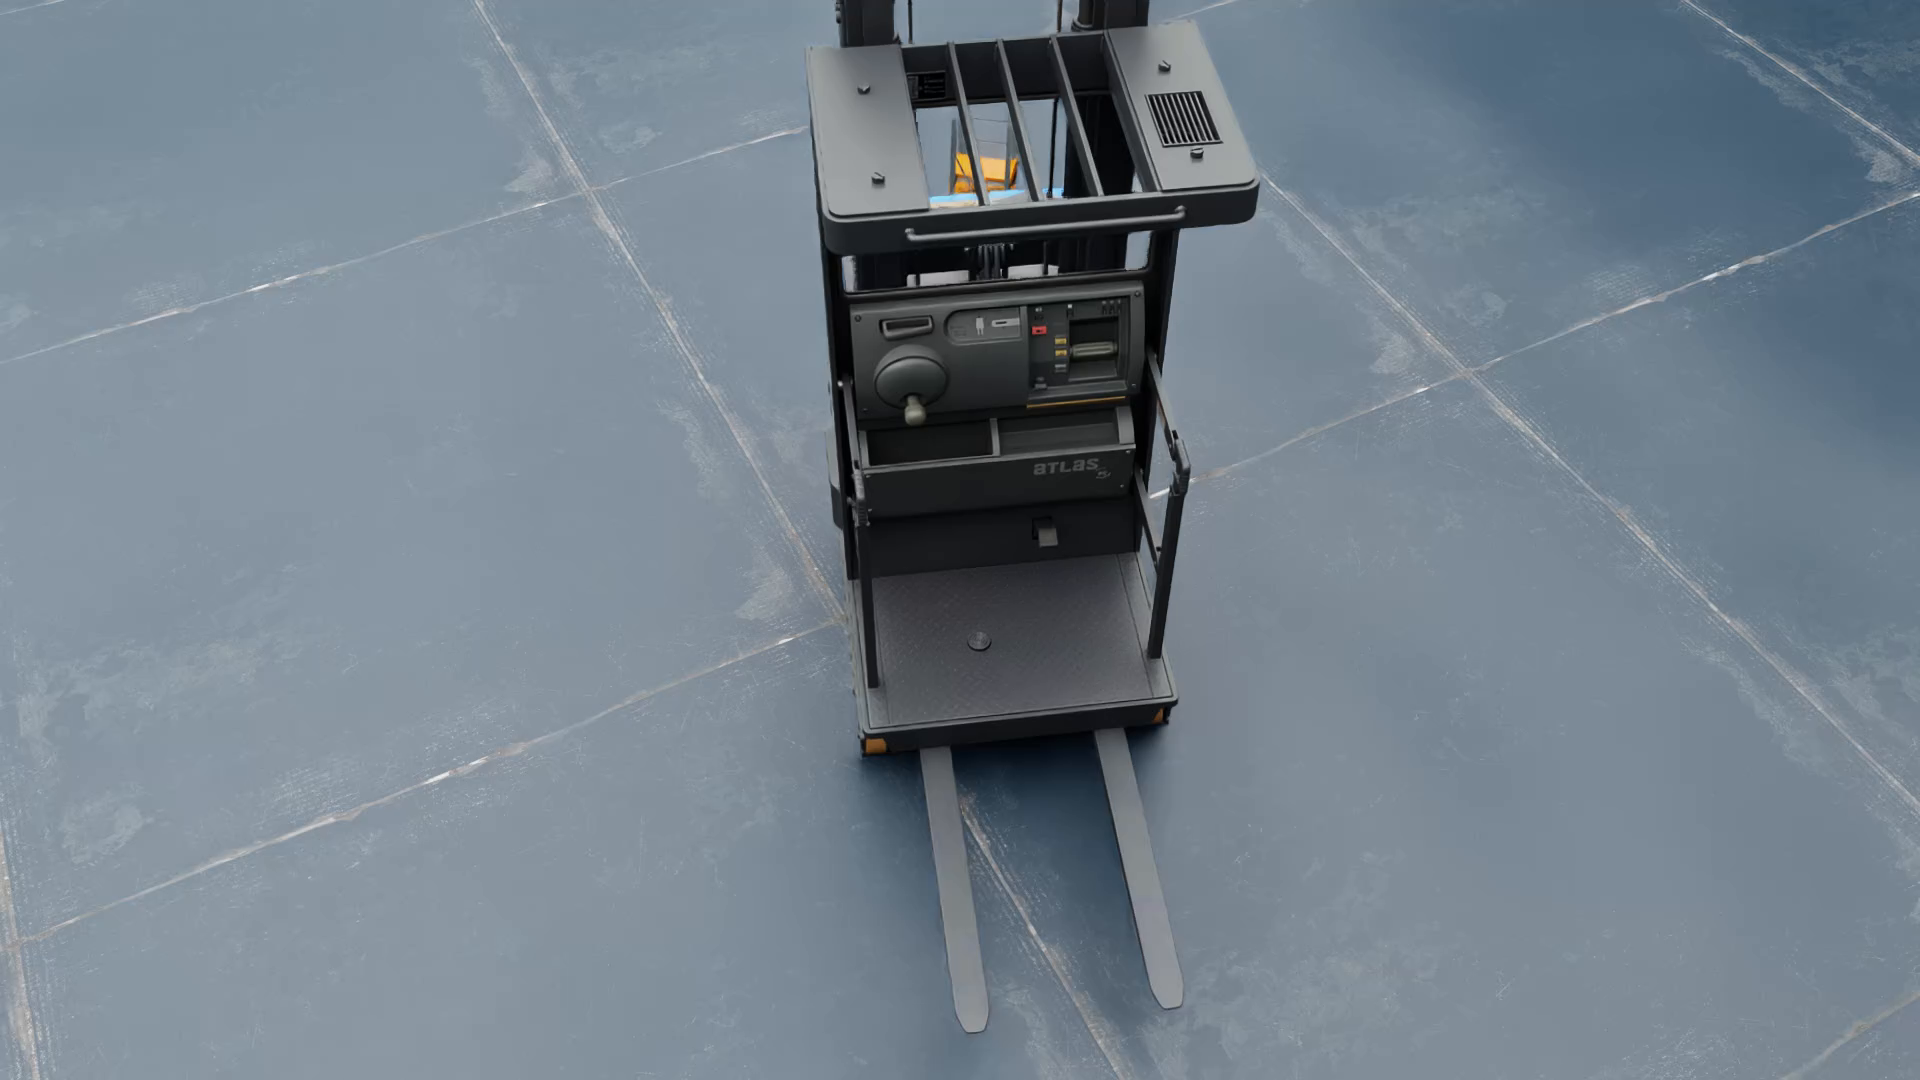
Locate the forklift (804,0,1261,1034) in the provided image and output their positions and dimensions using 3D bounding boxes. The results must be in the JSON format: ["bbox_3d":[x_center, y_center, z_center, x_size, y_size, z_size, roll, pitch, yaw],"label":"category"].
[{"bbox_3d":[0.154,-0.485,5.119,1.130,2.935,3.031,-6,49,-5],"label":"forklift"}]

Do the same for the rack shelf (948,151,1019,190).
[{"bbox_3d":[0.093,-1.469,6.705,0.258,0.103,0.180,8,40,7],"label":"rack shelf"}]

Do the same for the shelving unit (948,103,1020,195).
[{"bbox_3d":[0.085,-1.228,6.909,0.258,1.200,0.189,8,40,7],"label":"shelving unit"}]

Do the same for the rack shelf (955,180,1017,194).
[{"bbox_3d":[0.090,-1.377,6.783,0.258,0.103,0.180,8,40,7],"label":"rack shelf"}]

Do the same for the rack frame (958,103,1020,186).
[{"bbox_3d":[0.101,-1.285,6.978,0.240,1.200,0.006,8,40,7],"label":"rack frame"}]

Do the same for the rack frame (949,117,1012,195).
[{"bbox_3d":[0.068,-1.170,6.839,0.240,1.200,0.006,8,40,7],"label":"rack frame"}]
